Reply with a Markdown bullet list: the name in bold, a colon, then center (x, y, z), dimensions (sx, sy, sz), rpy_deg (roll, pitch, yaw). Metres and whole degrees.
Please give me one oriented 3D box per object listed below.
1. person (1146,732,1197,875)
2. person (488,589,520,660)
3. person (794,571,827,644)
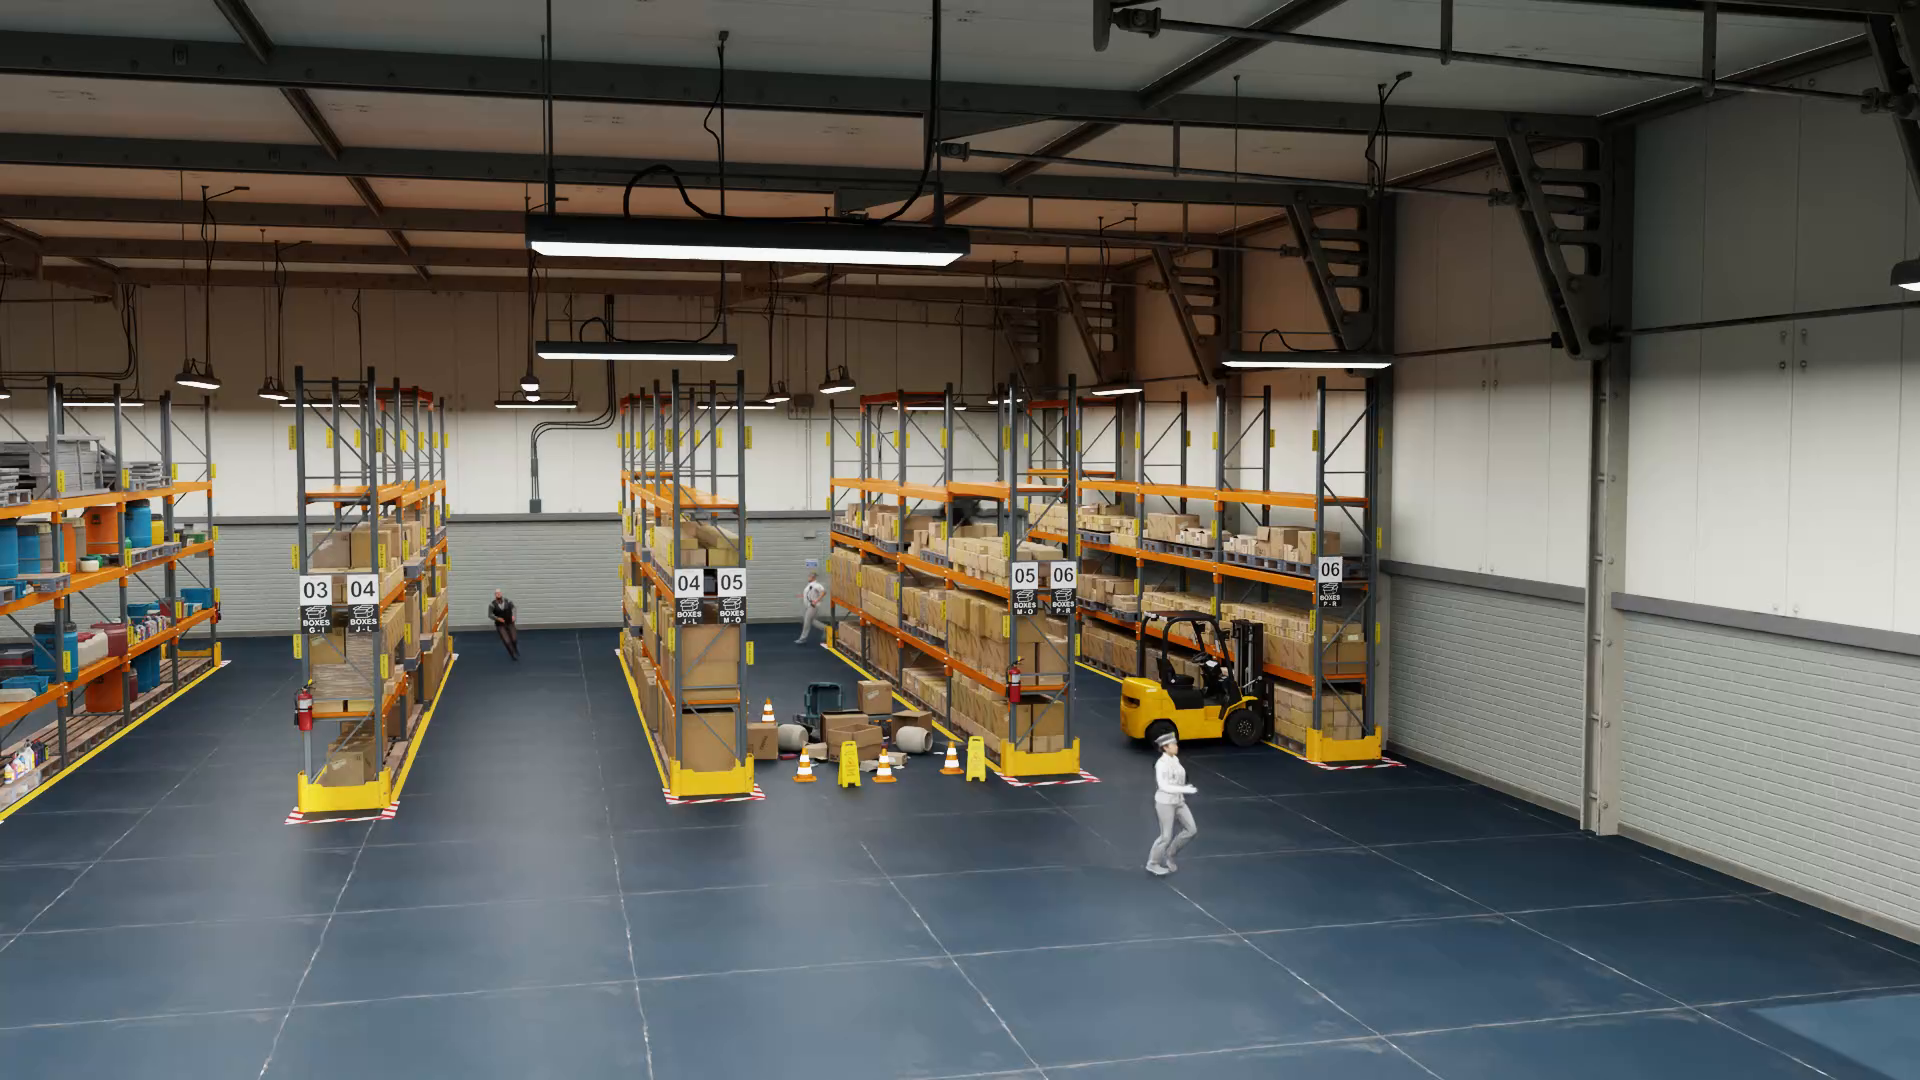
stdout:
- **person**: center (2.444, 3.015, 19.054), dimensions (0.632, 1.661, 0.587), rpy_deg (2, 4, 35)
- **person**: center (-10.359, 1.924, 37.796), dimensions (0.711, 1.634, 0.563), rpy_deg (-1, 4, -23)
- **person**: center (-3.653, 1.646, 41.155), dimensions (0.973, 1.783, 0.662), rpy_deg (-1, 4, -22)
